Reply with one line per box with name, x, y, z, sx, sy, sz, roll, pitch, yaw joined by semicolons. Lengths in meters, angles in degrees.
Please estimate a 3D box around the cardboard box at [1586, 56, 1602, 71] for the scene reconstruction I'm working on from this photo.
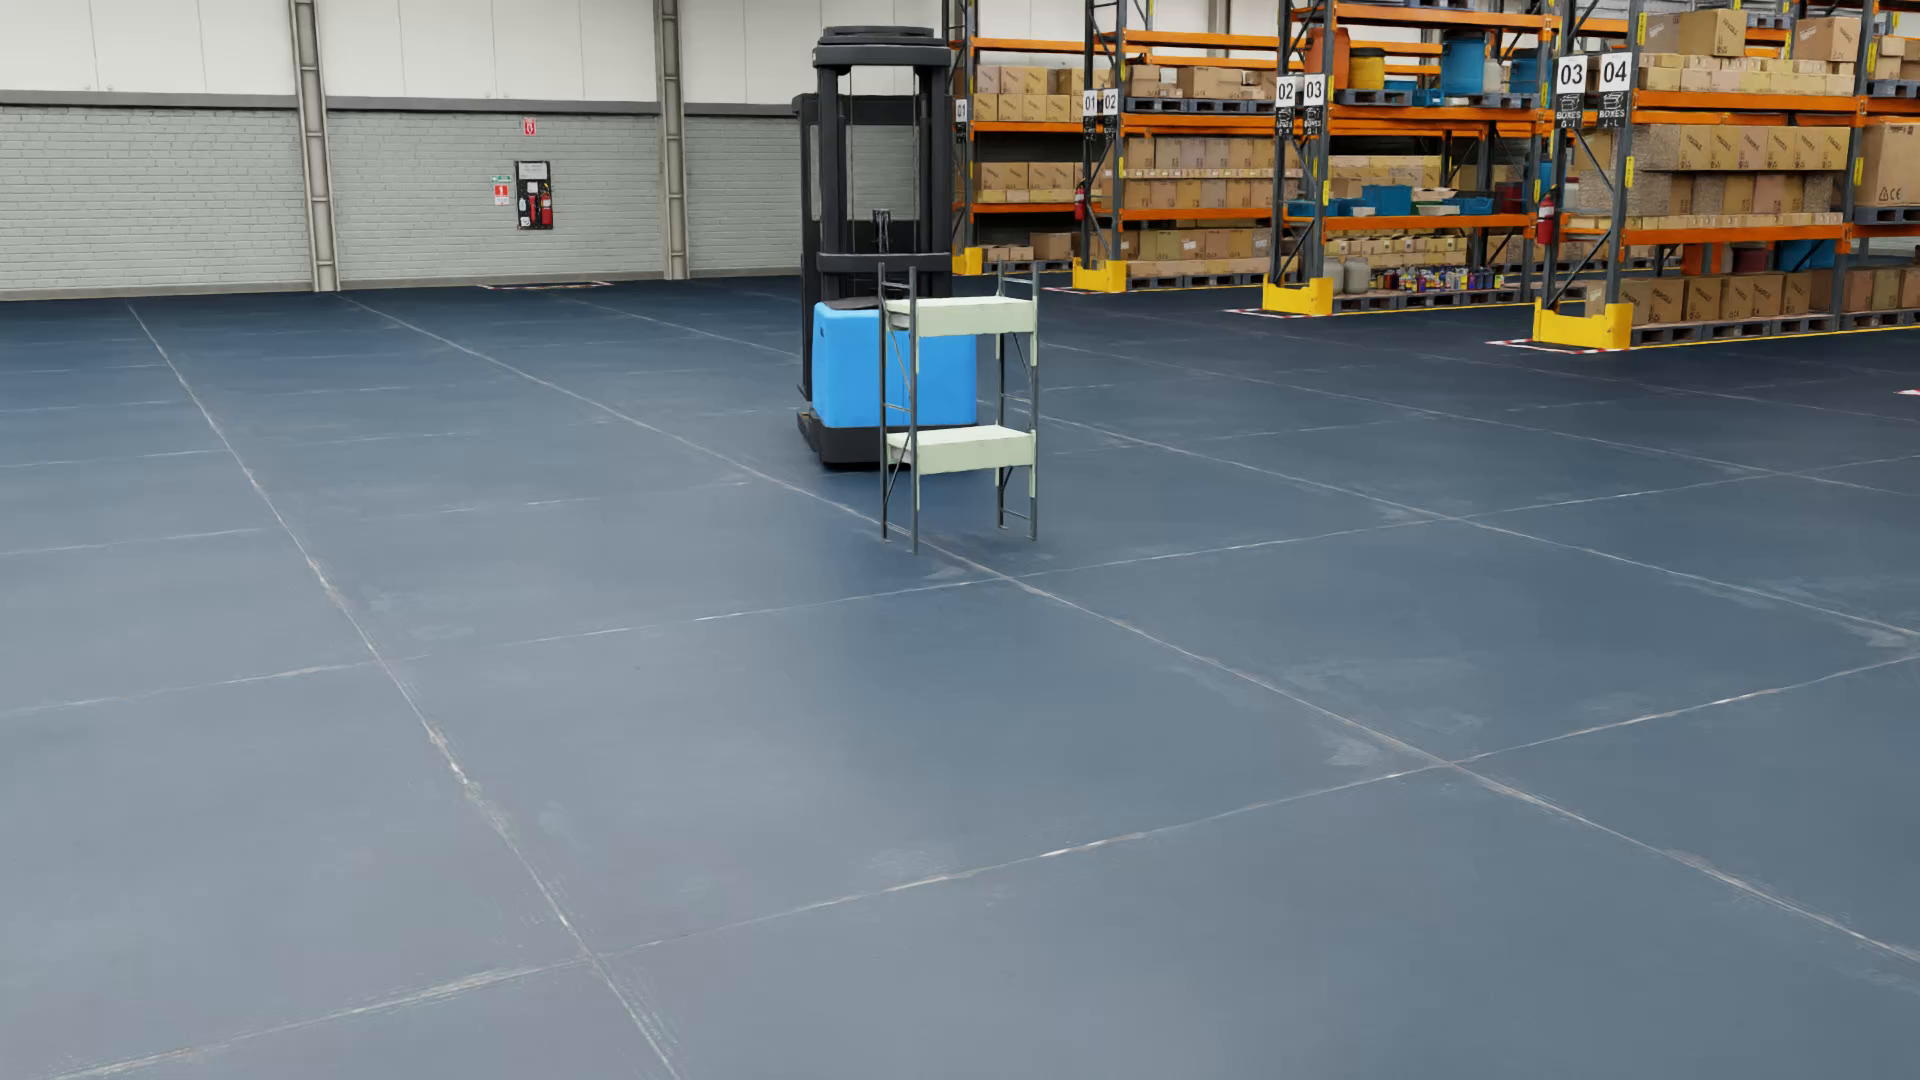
cardboard box;7.158;-5.384;18.801;0.250;0.149;0.380;-7;14;-28

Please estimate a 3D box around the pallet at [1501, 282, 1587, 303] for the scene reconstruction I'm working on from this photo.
pallet;8.873;-3.815;25.578;1.213;0.211;1.003;-7;14;-28

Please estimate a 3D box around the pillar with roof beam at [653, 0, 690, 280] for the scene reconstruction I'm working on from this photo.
pillar with roof beam;-3.060;-8.280;25.404;0.400;9.000;9.100;-7;14;-28

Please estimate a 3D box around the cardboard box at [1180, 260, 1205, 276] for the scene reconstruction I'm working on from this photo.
cardboard box;3.774;-4.602;28.032;0.500;0.250;0.500;-7;14;-28

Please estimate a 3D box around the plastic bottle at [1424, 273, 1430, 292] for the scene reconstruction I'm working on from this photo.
plastic bottle;6.733;-3.714;23.994;0.097;0.271;0.097;0;13;0

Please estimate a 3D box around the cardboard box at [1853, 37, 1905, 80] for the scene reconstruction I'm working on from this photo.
cardboard box;11.035;-5.879;20.379;0.637;0.503;0.797;-8;15;-31

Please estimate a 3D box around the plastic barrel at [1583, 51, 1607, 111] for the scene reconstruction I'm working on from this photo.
plastic barrel;9.692;-7.026;25.522;0.708;0.901;0.600;-7;14;-28

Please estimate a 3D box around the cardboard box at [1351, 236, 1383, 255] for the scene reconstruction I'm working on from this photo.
cardboard box;7.209;-5.279;29.762;0.500;0.311;0.500;-7;15;-30

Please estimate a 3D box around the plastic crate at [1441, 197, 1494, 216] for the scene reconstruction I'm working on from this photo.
plastic crate;7.361;-4.844;24.138;0.616;0.251;0.499;-7;14;-28

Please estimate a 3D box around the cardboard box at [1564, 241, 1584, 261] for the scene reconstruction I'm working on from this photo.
cardboard box;11.680;-5.666;32.147;0.500;0.500;0.500;-7;14;-27

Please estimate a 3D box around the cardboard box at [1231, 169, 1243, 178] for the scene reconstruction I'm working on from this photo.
cardboard box;4.581;-6.202;28.130;0.250;0.149;0.380;-6;14;-26

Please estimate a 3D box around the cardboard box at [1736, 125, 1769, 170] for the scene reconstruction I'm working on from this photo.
cardboard box;8.994;-4.555;19.333;0.500;0.500;0.500;-7;14;-28

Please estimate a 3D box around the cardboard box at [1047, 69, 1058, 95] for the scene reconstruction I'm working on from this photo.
cardboard box;1.559;-8.837;32.163;0.500;0.500;0.500;-7;14;-28

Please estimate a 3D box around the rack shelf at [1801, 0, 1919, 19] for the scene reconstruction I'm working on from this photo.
rack shelf;12.331;-6.721;21.030;4.000;0.370;1.077;-7;14;-28

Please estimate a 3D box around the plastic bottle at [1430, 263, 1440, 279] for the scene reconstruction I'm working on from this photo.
plastic bottle;7.129;-3.982;25.004;0.185;0.351;0.144;-8;15;-30

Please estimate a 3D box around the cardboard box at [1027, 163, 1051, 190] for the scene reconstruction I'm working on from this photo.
cardboard box;1.402;-6.971;31.842;0.500;0.500;0.500;-7;15;-30

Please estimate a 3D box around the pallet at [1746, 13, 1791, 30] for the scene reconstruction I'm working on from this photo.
pallet;12.361;-8.215;26.458;1.003;0.211;1.213;-7;14;-28

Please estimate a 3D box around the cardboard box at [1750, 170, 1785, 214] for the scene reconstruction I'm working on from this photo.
cardboard box;9.304;-4.171;19.906;0.500;0.500;0.875;-7;14;-28

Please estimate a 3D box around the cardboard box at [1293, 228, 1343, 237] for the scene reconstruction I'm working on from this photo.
cardboard box;7.674;-6.623;35.646;0.750;0.750;0.750;-7;14;-29

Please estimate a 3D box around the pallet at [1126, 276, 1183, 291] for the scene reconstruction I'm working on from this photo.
pallet;2.972;-4.347;27.945;1.213;0.211;1.003;-7;14;-28

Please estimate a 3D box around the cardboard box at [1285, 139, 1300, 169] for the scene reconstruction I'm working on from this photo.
cardboard box;5.445;-6.674;28.749;0.500;0.500;0.700;-7;14;-28

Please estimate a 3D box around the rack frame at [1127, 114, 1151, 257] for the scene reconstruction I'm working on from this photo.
rack frame;3.455;-6.994;33.355;0.127;3.000;1.000;-7;14;-28

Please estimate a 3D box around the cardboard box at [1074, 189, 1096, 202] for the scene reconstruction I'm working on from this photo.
cardboard box;2.309;-6.716;32.415;0.500;0.250;0.500;-7;14;-28

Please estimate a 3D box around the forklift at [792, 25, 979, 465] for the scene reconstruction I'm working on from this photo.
forklift;-0.642;-2.214;12.274;1.130;2.935;3.031;-2;13;-10

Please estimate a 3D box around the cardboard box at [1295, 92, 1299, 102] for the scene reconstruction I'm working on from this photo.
cardboard box;7.356;-9.203;35.108;0.500;0.500;0.700;-8;15;-32

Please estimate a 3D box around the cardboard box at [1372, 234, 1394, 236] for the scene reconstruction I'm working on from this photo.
cardboard box;7.837;-5.489;30.697;0.500;0.311;0.500;-7;15;-29

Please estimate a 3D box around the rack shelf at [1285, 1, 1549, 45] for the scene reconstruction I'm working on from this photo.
rack shelf;6.446;-7.255;23.401;4.000;0.370;1.077;-7;14;-28

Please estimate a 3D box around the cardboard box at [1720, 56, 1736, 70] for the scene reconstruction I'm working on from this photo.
cardboard box;8.575;-5.409;18.914;0.250;0.149;0.380;-8;15;-30

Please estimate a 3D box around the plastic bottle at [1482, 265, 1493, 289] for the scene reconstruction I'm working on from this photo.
plastic bottle;7.775;-3.884;24.566;0.185;0.351;0.144;-7;15;-29

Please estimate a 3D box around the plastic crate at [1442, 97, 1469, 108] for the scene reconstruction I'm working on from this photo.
plastic crate;6.987;-6.173;23.475;0.396;0.136;0.243;-7;14;-28

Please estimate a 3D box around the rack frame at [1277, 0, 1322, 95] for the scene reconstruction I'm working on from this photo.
rack frame;5.832;-8.967;28.456;0.127;3.000;1.000;-7;14;-28

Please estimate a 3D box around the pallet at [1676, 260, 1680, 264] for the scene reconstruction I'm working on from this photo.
pallet;15.599;-5.850;34.622;1.213;0.211;1.003;-7;14;-28

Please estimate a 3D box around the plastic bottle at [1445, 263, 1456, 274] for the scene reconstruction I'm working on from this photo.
plastic bottle;7.364;-3.974;24.969;0.185;0.351;0.144;-7;14;-28

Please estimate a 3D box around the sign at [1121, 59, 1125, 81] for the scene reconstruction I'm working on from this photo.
sign;2.582;-7.440;26.333;0.005;0.325;0.100;-7;14;-28

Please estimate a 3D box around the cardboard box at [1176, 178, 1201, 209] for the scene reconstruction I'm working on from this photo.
cardboard box;3.634;-5.822;27.918;0.500;0.500;0.700;-7;14;-27

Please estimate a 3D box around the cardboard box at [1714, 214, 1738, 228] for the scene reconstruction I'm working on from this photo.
cardboard box;8.792;-3.710;19.335;0.250;0.149;0.380;-7;14;-28

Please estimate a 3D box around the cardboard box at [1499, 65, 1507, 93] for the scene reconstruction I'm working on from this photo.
cardboard box;9.729;-8.505;30.733;0.500;0.500;0.500;-7;14;-28

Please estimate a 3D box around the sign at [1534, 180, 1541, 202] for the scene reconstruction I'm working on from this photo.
sign;8.456;-5.113;24.365;0.005;0.325;0.100;-7;14;-28

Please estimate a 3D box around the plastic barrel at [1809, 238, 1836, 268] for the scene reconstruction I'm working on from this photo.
plastic barrel;14.738;-5.054;28.556;0.708;0.901;0.600;-7;14;-28

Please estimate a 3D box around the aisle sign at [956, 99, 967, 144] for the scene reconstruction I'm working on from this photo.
aisle sign;0.025;-7.776;30.910;0.004;0.787;0.394;-7;14;-28

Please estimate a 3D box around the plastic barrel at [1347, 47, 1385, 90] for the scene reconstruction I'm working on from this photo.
plastic barrel;5.631;-6.569;23.248;0.600;0.588;0.600;0;13;0

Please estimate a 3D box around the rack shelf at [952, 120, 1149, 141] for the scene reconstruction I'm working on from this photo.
rack shelf;1.700;-7.896;32.170;4.000;0.370;1.077;-7;14;-28

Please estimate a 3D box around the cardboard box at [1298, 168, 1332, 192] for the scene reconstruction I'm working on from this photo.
cardboard box;7.515;-7.620;35.187;0.500;0.500;0.500;-6;14;-26

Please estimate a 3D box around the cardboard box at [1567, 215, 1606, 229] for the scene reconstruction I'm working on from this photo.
cardboard box;7.215;-3.657;19.098;0.250;0.149;0.380;-7;14;-28

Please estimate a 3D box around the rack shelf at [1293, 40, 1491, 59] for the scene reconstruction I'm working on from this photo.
rack shelf;7.587;-8.631;29.514;4.000;0.370;1.077;-7;14;-28

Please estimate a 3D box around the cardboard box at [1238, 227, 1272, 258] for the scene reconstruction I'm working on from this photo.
cardboard box;5.085;-5.128;28.661;0.500;0.500;0.500;-7;14;-28

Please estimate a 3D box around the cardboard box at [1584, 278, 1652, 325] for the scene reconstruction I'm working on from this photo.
cardboard box;7.620;-2.757;19.267;0.500;0.500;0.500;-4;13;-17

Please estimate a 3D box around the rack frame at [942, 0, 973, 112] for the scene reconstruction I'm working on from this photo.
rack frame;-0.056;-9.500;30.827;0.127;3.000;1.000;-7;14;-28

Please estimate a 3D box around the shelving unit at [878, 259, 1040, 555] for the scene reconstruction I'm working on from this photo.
shelving unit;-0.006;-0.731;8.941;0.755;1.500;0.431;-7;14;-28

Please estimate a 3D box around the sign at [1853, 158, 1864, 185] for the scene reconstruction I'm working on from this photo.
sign;10.842;-4.449;20.074;0.005;0.325;0.100;-7;14;-28

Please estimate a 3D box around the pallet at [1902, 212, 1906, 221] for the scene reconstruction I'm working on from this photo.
pallet;12.368;-4.241;21.561;1.213;0.211;1.003;-7;14;-28

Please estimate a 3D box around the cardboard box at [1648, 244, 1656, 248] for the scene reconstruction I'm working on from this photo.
cardboard box;13.876;-5.978;33.962;0.500;0.311;0.500;-7;14;-28

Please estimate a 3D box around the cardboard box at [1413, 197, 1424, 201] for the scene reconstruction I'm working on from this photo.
cardboard box;8.250;-6.193;30.368;0.250;0.149;0.380;-6;14;-24

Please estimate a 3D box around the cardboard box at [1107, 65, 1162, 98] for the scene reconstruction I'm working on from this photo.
cardboard box;2.827;-7.466;27.108;0.637;0.503;0.797;-6;14;-24

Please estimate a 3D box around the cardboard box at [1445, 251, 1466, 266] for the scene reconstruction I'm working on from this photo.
cardboard box;8.998;-5.222;30.786;0.500;0.250;0.500;-6;14;-27

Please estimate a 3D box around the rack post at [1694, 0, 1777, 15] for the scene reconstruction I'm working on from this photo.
rack post;12.329;-8.480;26.465;0.937;0.300;0.954;-7;14;-28
